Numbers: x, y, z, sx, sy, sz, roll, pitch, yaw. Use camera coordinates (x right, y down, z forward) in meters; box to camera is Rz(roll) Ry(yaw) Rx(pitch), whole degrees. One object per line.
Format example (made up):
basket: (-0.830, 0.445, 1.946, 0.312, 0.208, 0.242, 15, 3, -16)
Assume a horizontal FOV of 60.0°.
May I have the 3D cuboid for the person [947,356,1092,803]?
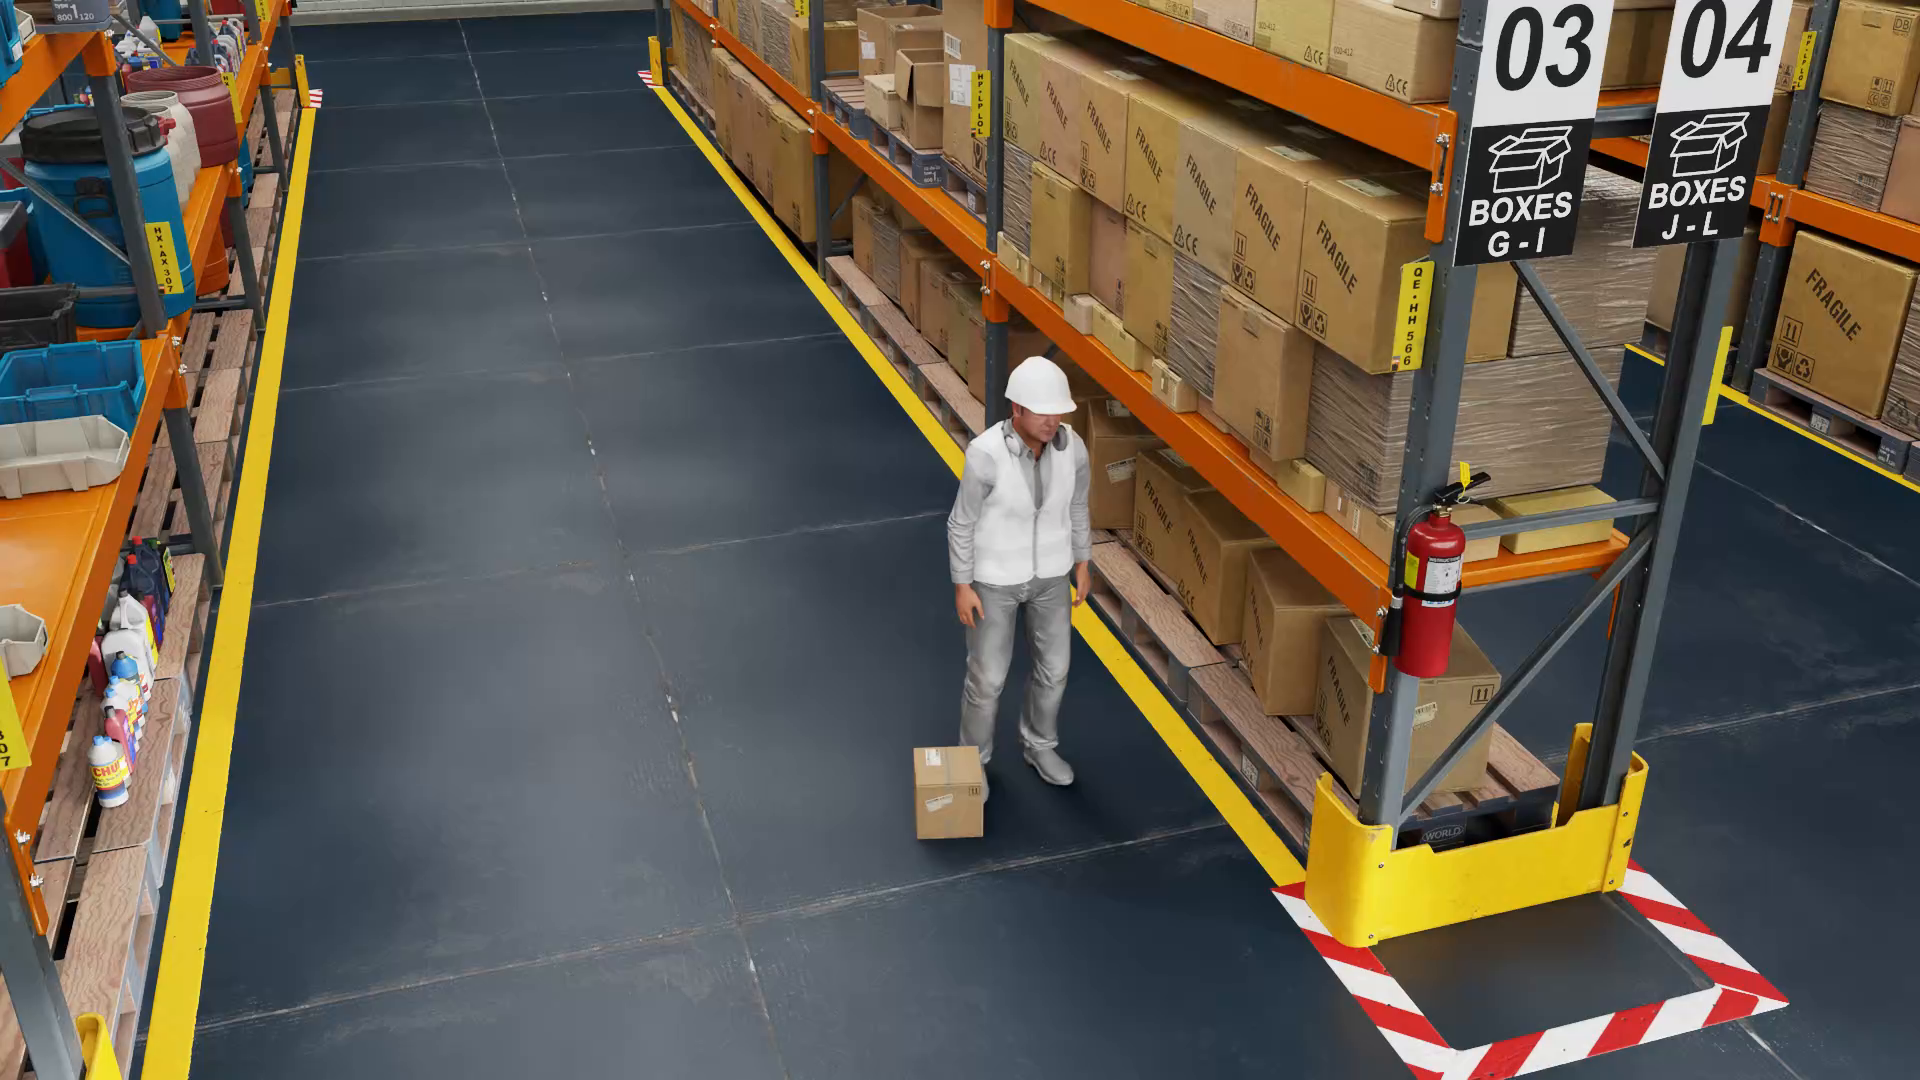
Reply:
person: (0.234, 0.136, 6.306, 0.593, 1.771, 0.464, -11, 28, -20)
